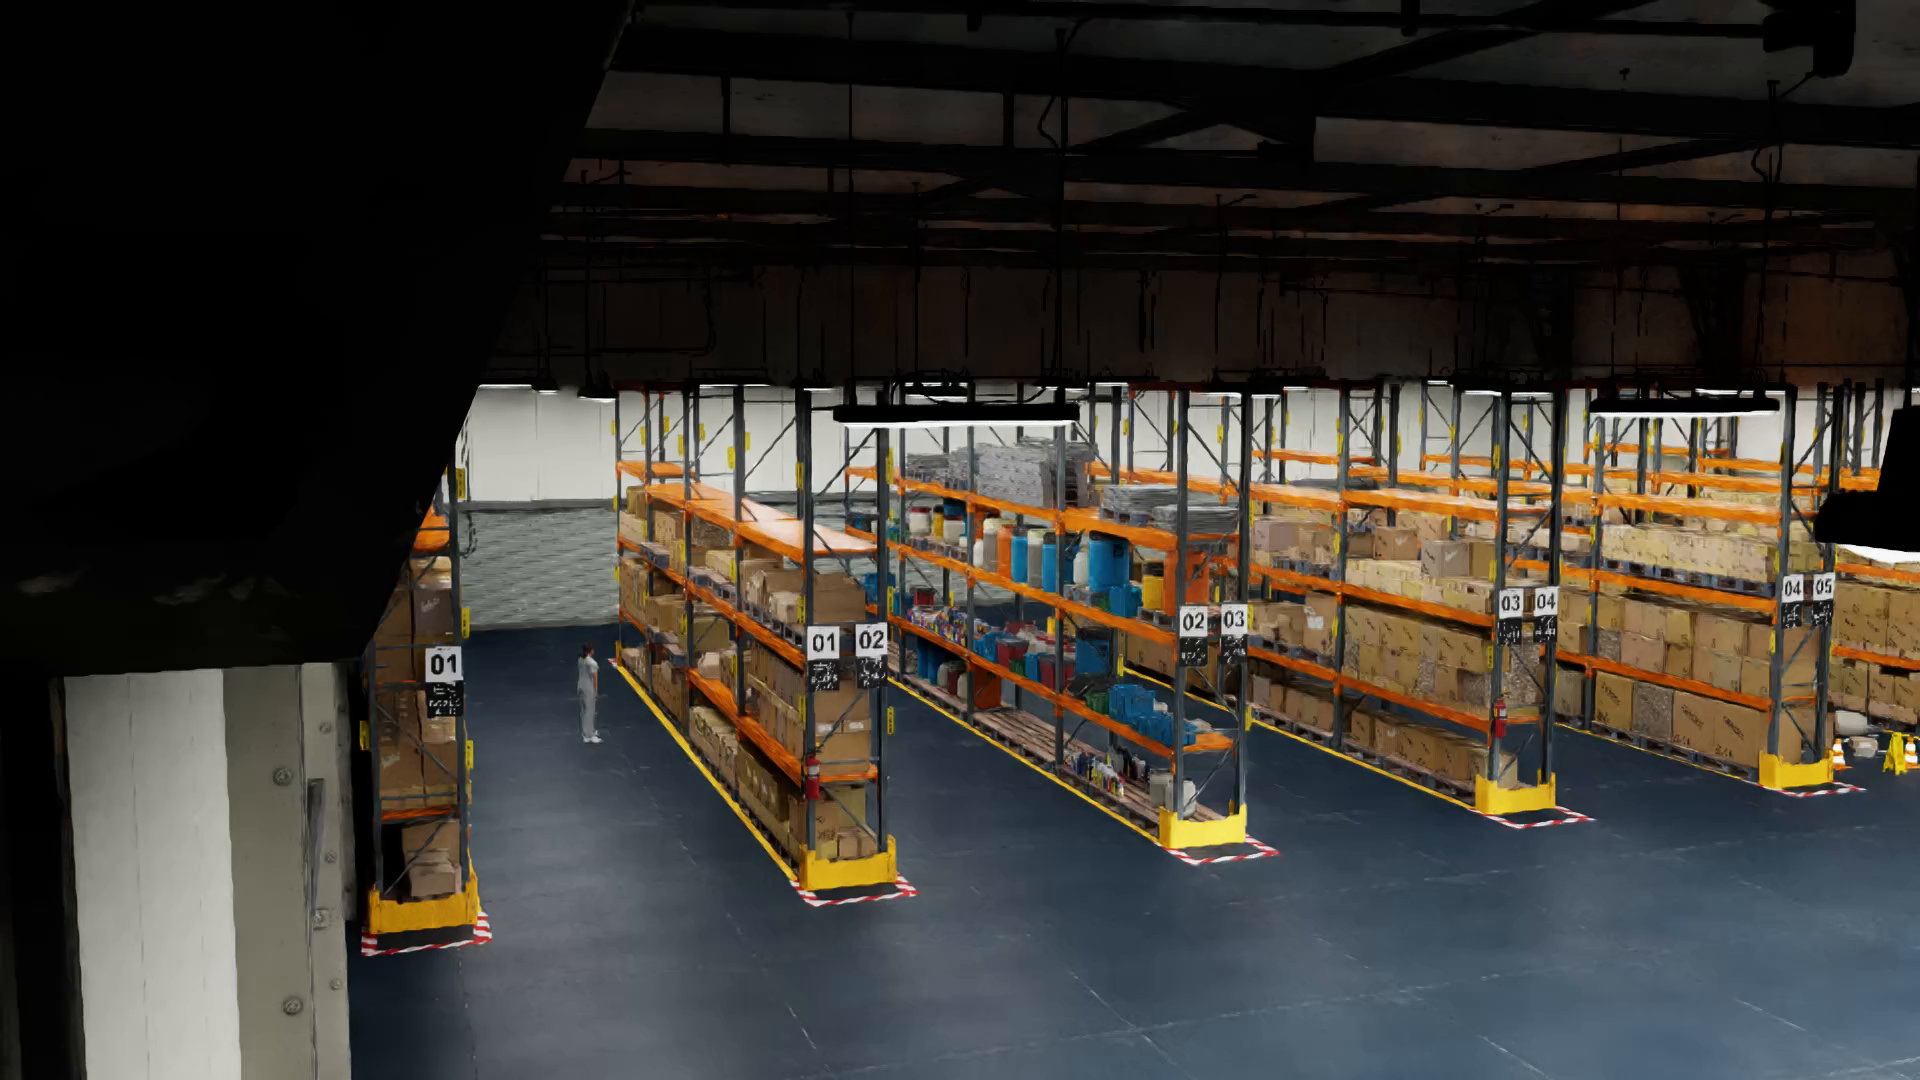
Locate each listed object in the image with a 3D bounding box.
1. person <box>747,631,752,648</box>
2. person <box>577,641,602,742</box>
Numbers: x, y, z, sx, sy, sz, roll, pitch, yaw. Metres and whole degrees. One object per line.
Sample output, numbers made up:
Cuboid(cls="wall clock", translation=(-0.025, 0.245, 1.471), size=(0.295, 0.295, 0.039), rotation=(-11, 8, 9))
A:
Cuboid(cls="person", translation=(-4.536, 1.506, 37.253), size=(0.532, 1.759, 0.731), rotation=(2, 6, 16))
Cuboid(cls="person", translation=(-6.213, 2.526, 27.980), size=(0.540, 1.679, 0.451), rotation=(5, 8, 41))
